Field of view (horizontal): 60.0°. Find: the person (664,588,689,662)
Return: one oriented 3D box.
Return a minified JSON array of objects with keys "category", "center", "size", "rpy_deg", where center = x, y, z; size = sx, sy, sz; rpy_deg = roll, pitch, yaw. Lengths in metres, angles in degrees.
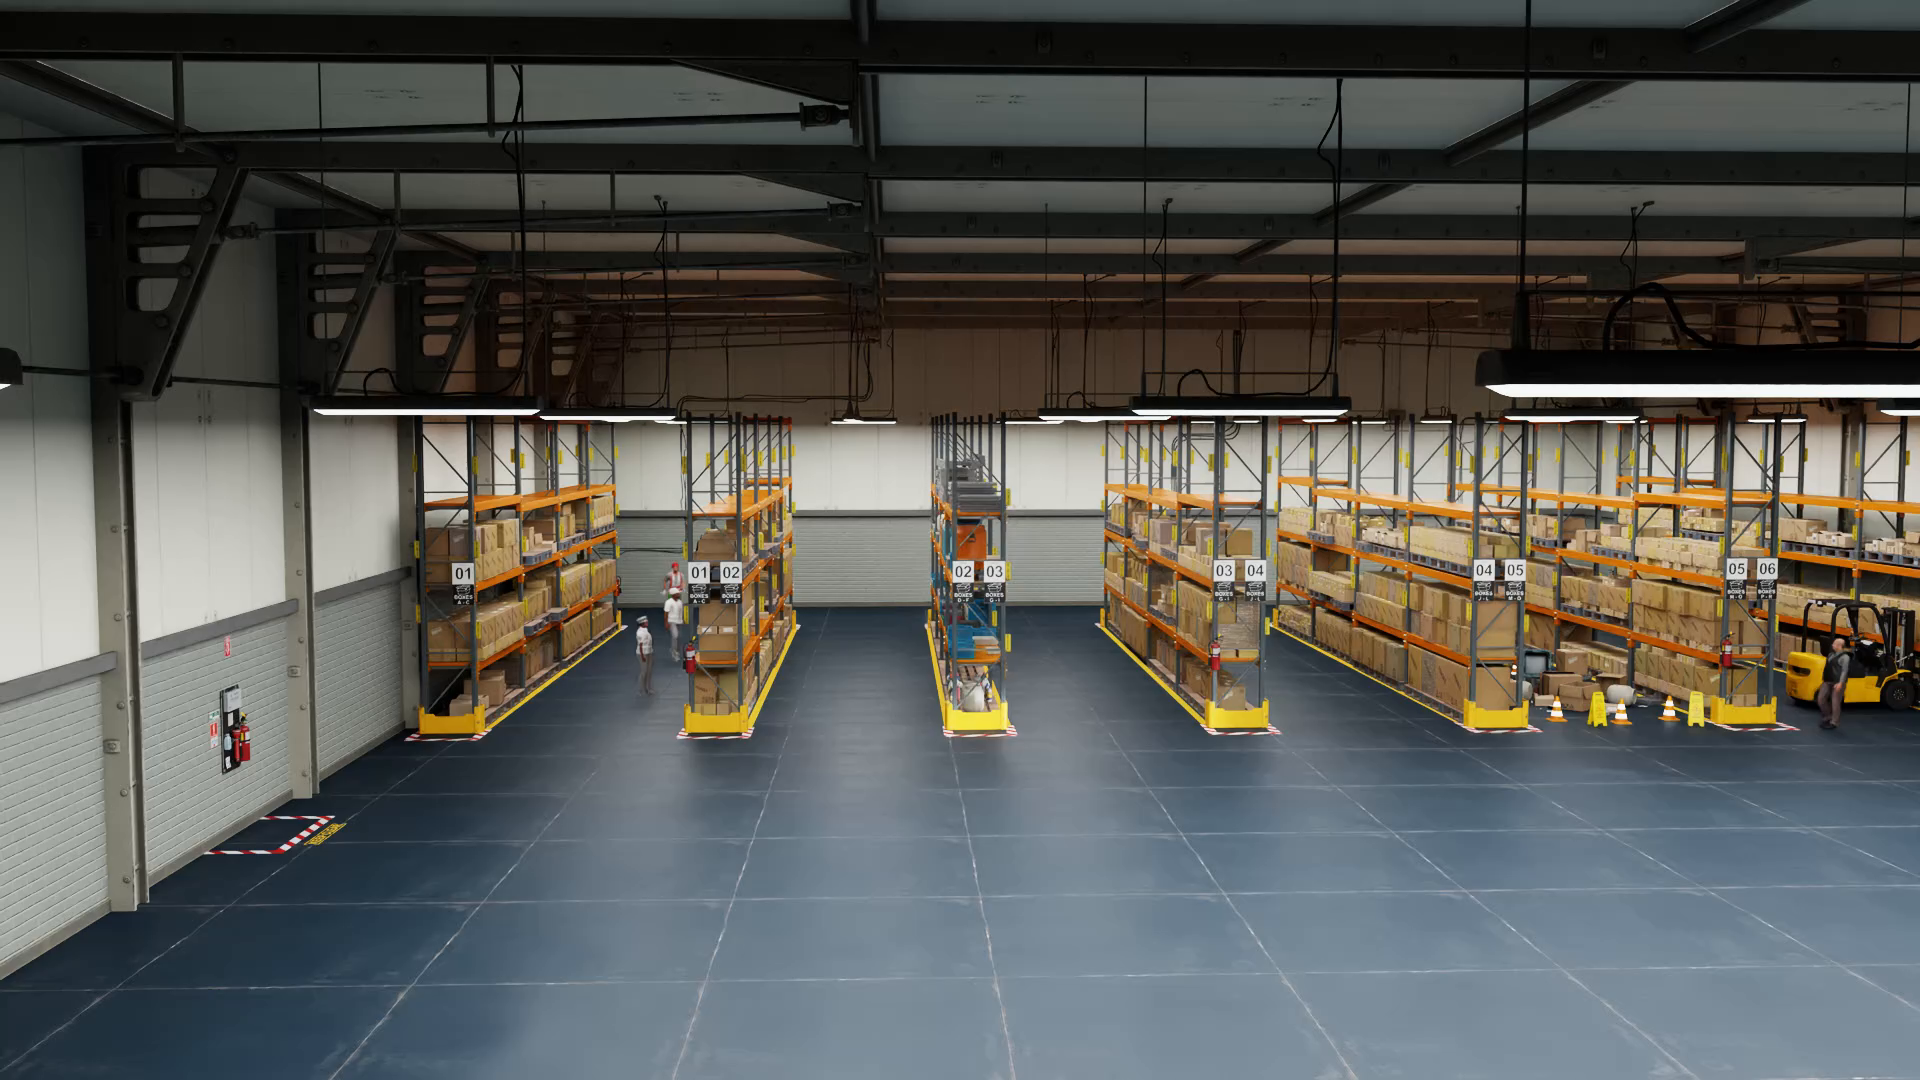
[{"category":"person","center":[-6.965,2.065,40.918],"size":[0.644,1.780,0.767],"rpy_deg":[-3,5,-40]}]

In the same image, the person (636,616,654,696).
[{"category":"person","center":[-6.752,2.495,35.668],"size":[0.388,1.758,0.549],"rpy_deg":[1,4,17]}]

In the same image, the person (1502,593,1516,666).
[{"category":"person","center":[13.064,2.140,39.724],"size":[0.644,1.805,0.608],"rpy_deg":[-1,4,-18]}]

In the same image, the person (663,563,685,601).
[{"category":"person","center":[-8.377,1.584,48.718],"size":[0.673,1.852,0.749],"rpy_deg":[0,4,-6]}]

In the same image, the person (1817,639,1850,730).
[{"category":"person","center":[16.555,2.745,31.504],"size":[0.508,1.758,0.556],"rpy_deg":[-2,4,-26]}]
